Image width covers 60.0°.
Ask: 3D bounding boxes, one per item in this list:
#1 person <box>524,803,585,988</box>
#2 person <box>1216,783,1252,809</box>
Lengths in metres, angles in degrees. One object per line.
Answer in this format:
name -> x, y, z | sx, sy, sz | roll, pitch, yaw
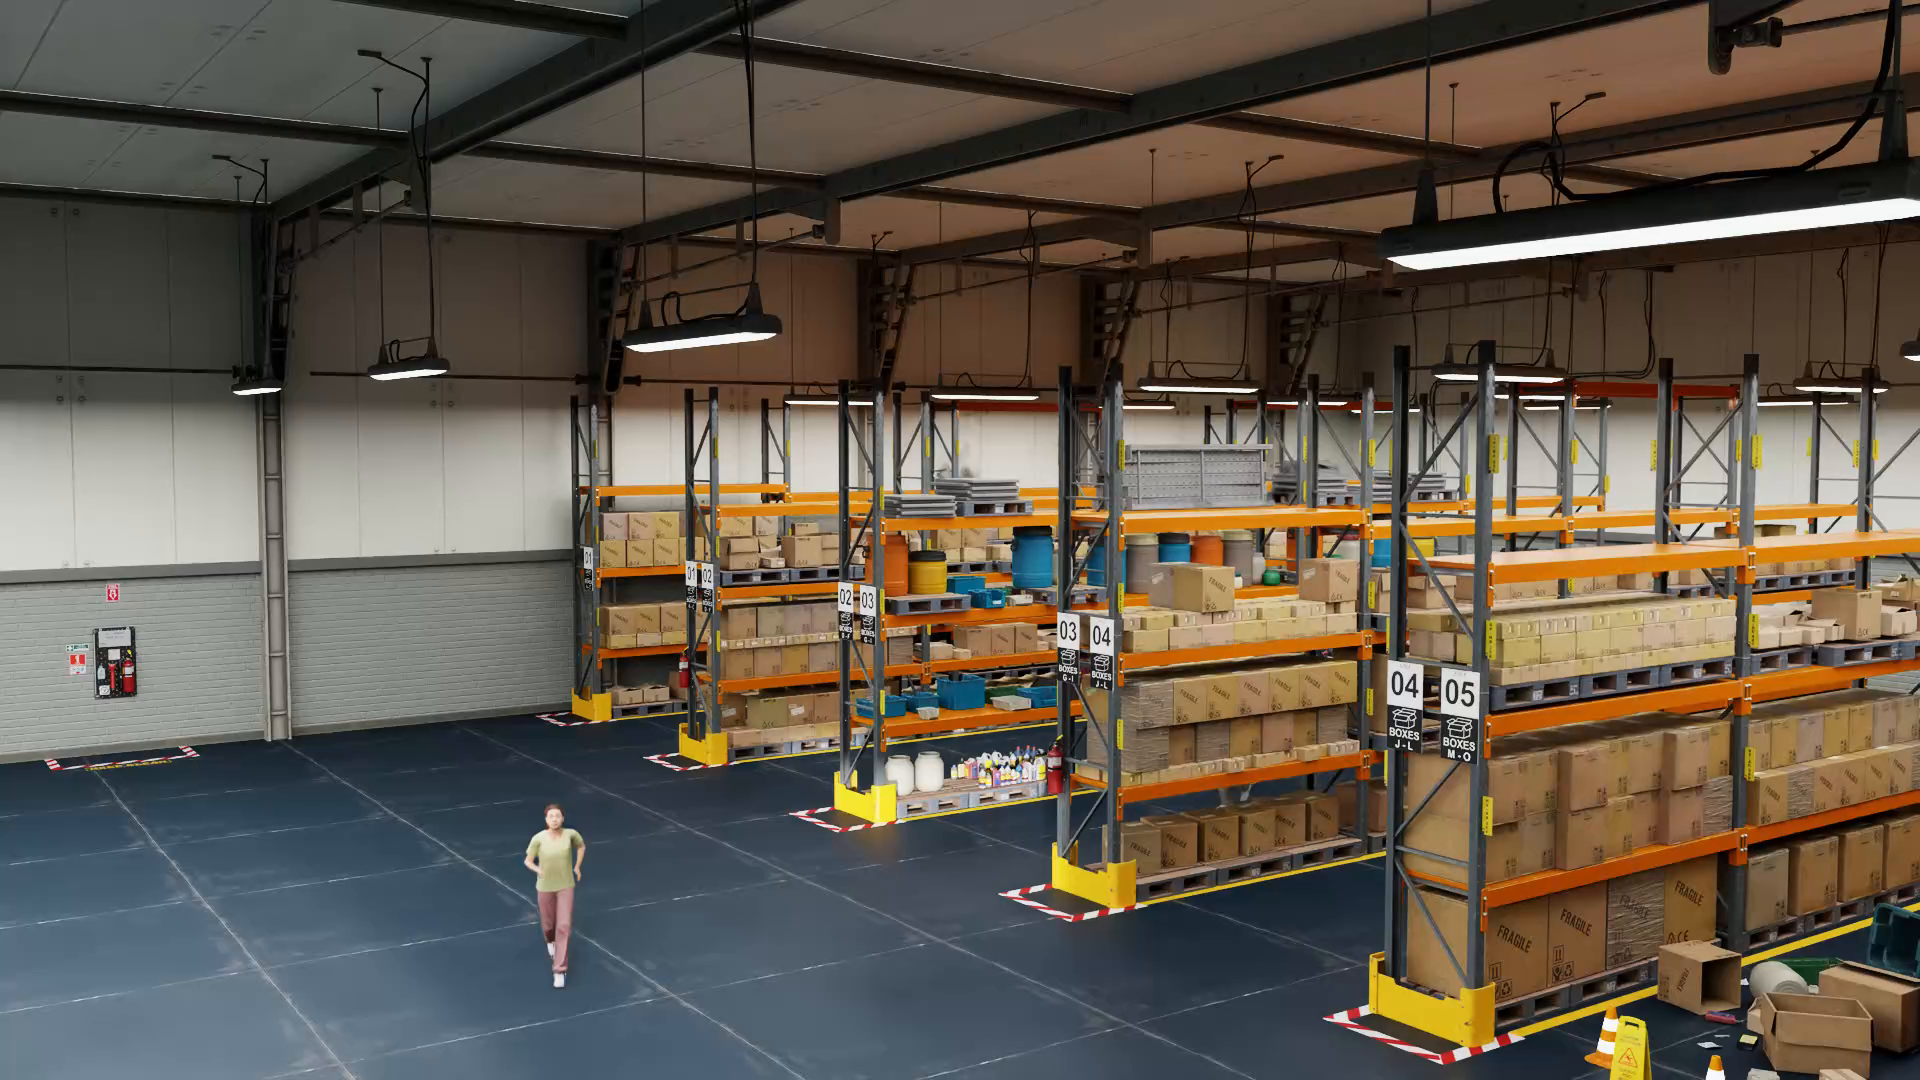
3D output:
person -> -3.890, 3.360, 16.006 | 0.578, 1.664, 0.934 | -1, 4, -15
person -> 3.803, 2.958, 23.219 | 0.590, 1.627, 0.595 | -3, 4, -40
